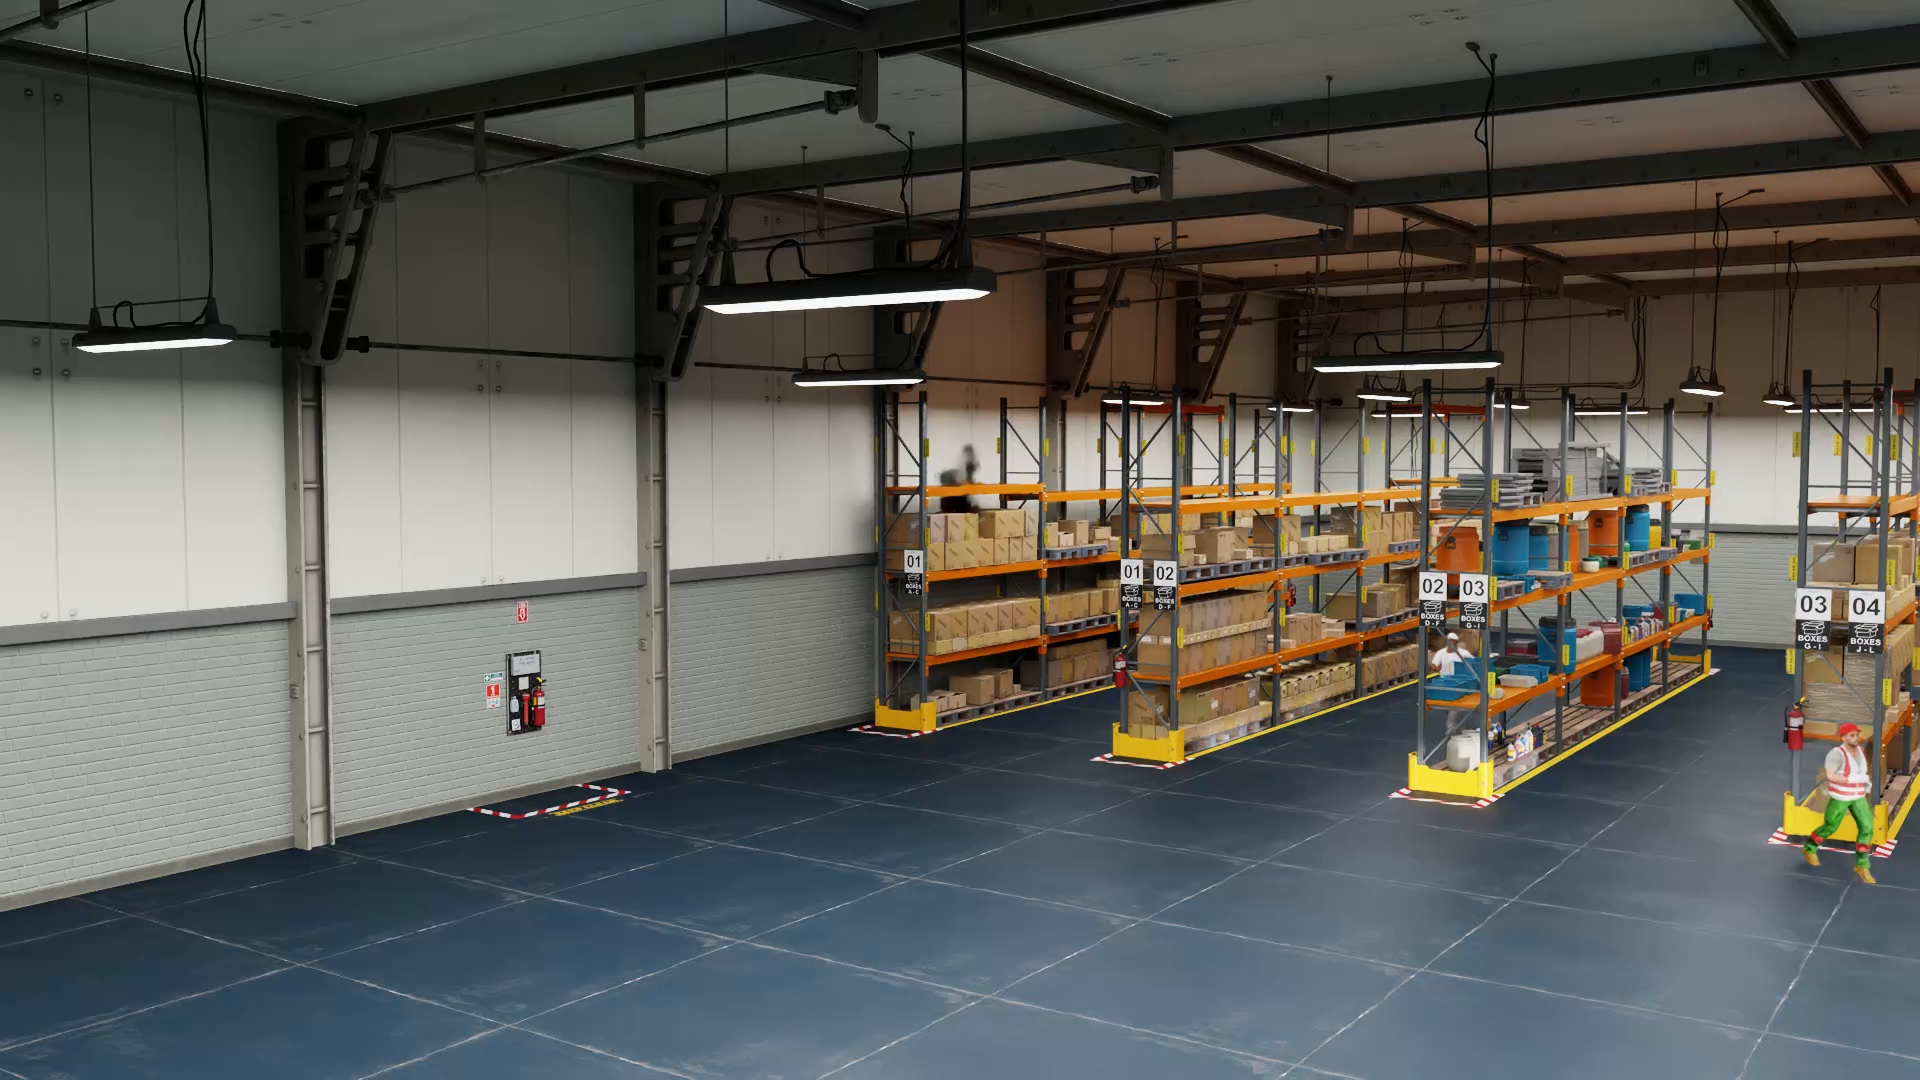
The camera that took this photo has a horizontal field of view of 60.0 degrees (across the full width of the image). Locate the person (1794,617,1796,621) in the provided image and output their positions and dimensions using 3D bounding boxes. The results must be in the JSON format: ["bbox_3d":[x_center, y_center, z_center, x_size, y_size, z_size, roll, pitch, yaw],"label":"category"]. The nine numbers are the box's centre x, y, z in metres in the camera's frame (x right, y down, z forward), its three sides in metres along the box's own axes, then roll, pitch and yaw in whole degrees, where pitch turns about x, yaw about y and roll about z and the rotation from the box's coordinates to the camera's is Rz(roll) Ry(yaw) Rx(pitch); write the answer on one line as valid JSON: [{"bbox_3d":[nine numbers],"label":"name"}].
[{"bbox_3d":[18.913,2.075,37.139,0.668,1.738,0.794,-3,4,-44],"label":"person"}]

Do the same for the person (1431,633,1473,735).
[{"bbox_3d":[8.601,2.492,29.091,0.712,1.744,0.961,2,4,32],"label":"person"}]

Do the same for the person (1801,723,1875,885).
[{"bbox_3d":[10.322,3.029,19.423,0.675,1.832,0.932,-1,3,-12],"label":"person"}]
